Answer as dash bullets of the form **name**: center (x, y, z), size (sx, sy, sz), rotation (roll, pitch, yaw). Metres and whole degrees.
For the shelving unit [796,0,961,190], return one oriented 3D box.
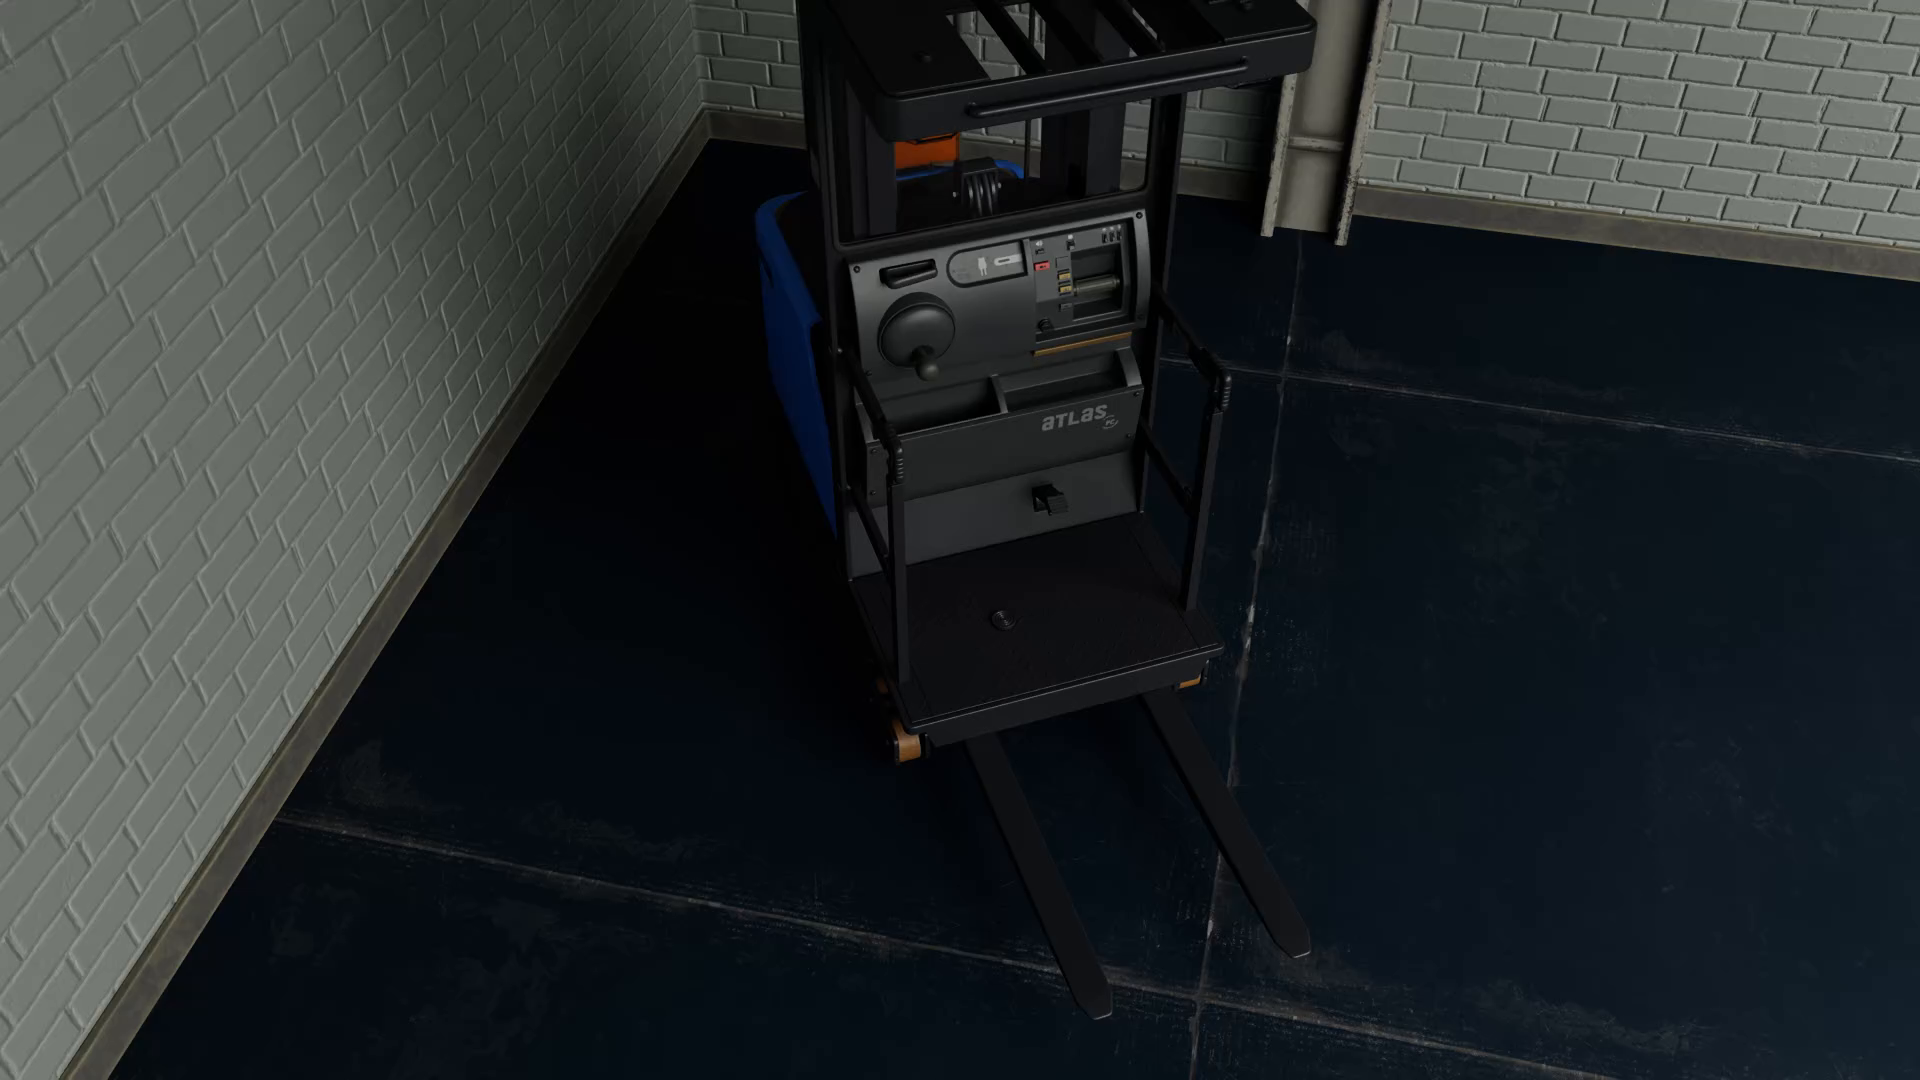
- **shelving unit**: center (-0.297, -1.523, 6.318), size (0.503, 2.100, 0.431), rotation (-13, 45, -13)

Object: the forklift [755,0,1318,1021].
- **forklift**: center (0.198, -0.647, 4.809), size (1.130, 2.935, 3.031), rotation (-13, 45, -13)

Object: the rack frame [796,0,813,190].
- **rack frame**: center (-0.528, -1.469, 6.262), size (0.015, 2.100, 0.400), rotation (-13, 45, -13)

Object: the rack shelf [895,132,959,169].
- **rack shelf**: center (-0.297, -1.513, 6.327), size (0.480, 0.518, 0.431), rotation (-13, 45, -13)

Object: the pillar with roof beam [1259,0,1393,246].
- **pillar with roof beam**: center (0.677, -1.818, 1.650), size (0.400, 9.000, 9.100), rotation (9, 45, 9)

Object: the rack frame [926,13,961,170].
- **rack frame**: center (-0.065, -1.577, 6.374), size (0.015, 2.100, 0.400), rotation (-13, 45, -13)

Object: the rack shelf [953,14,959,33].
- **rack shelf**: center (-0.297, -2.017, 5.842), size (0.480, 0.518, 0.431), rotation (-13, 45, -13)
